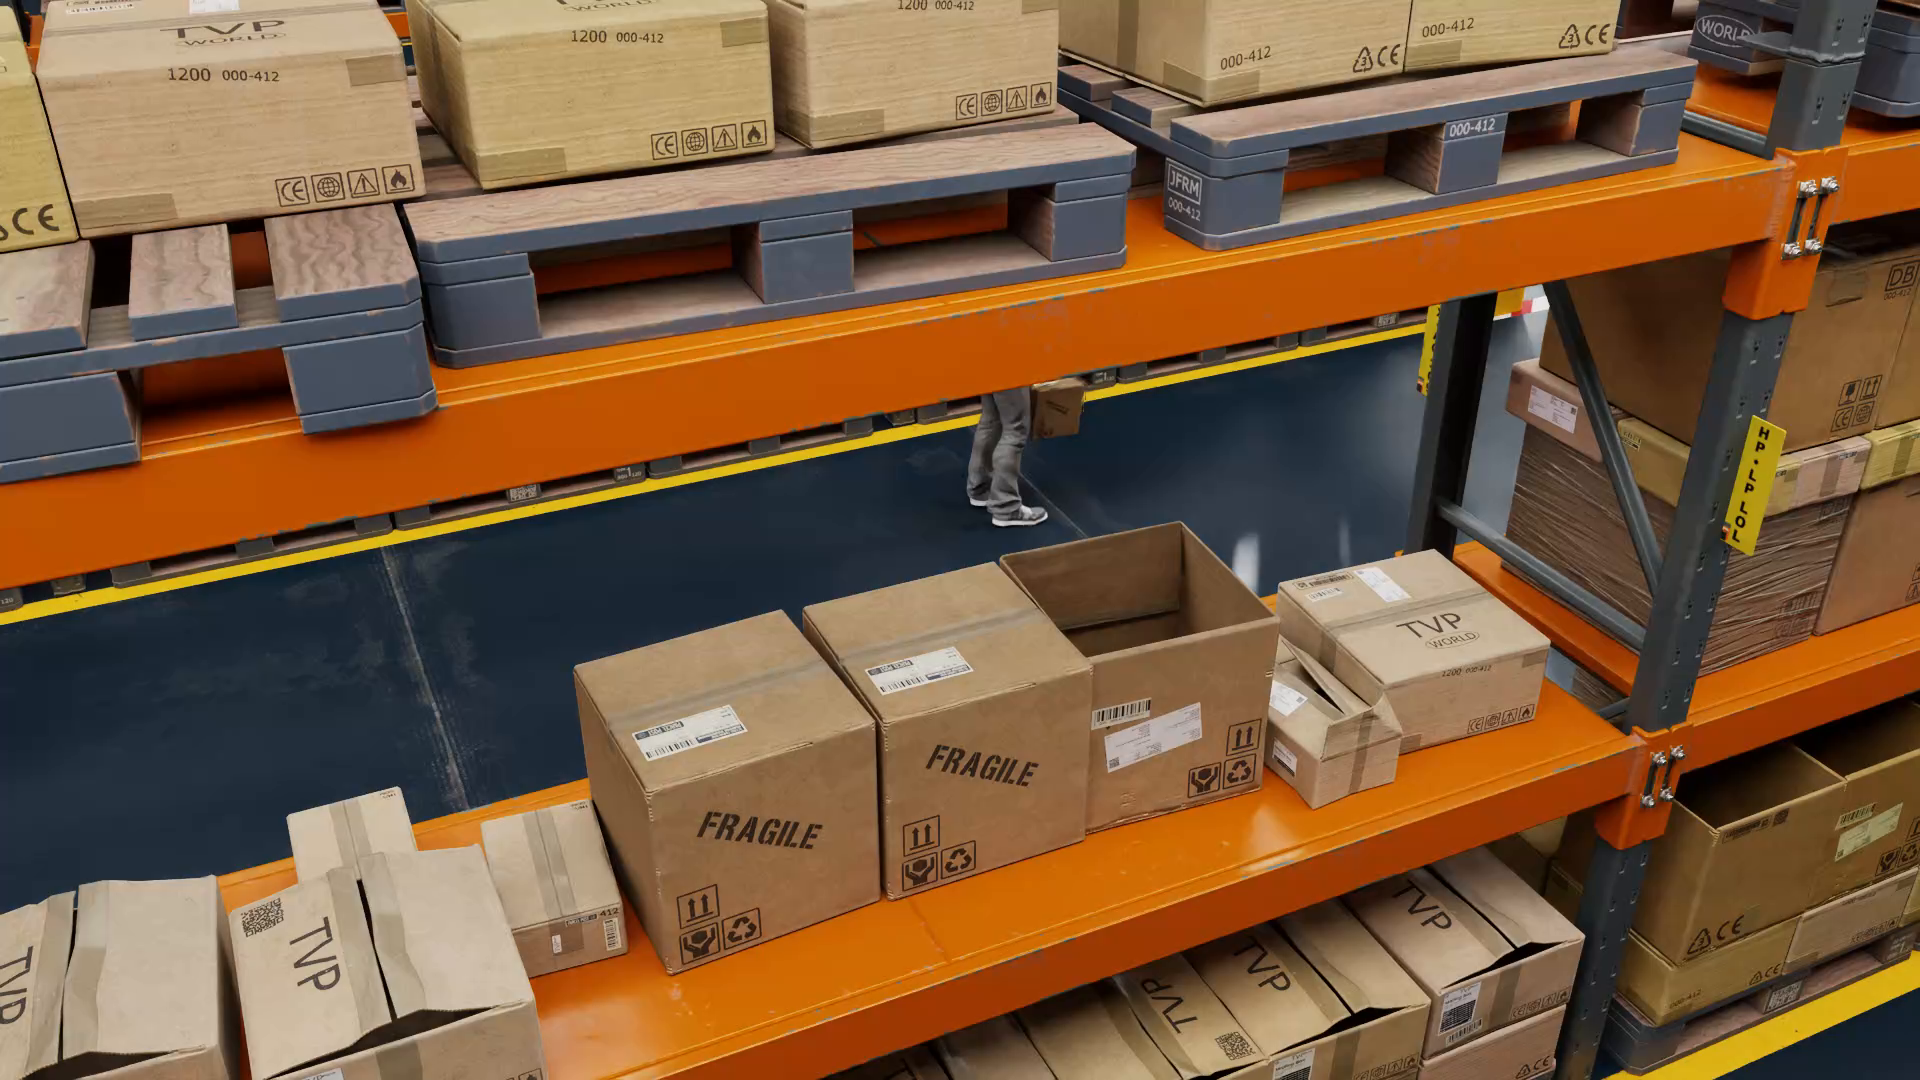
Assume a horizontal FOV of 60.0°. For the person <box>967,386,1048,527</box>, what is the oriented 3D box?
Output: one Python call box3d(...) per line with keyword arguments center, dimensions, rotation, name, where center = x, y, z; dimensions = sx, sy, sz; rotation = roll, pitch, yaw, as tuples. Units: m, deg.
box3d(center=(0.181, -0.838, 7.594), dimensions=(0.336, 1.599, 0.450), rotation=(-14, 33, -23), name="person")
